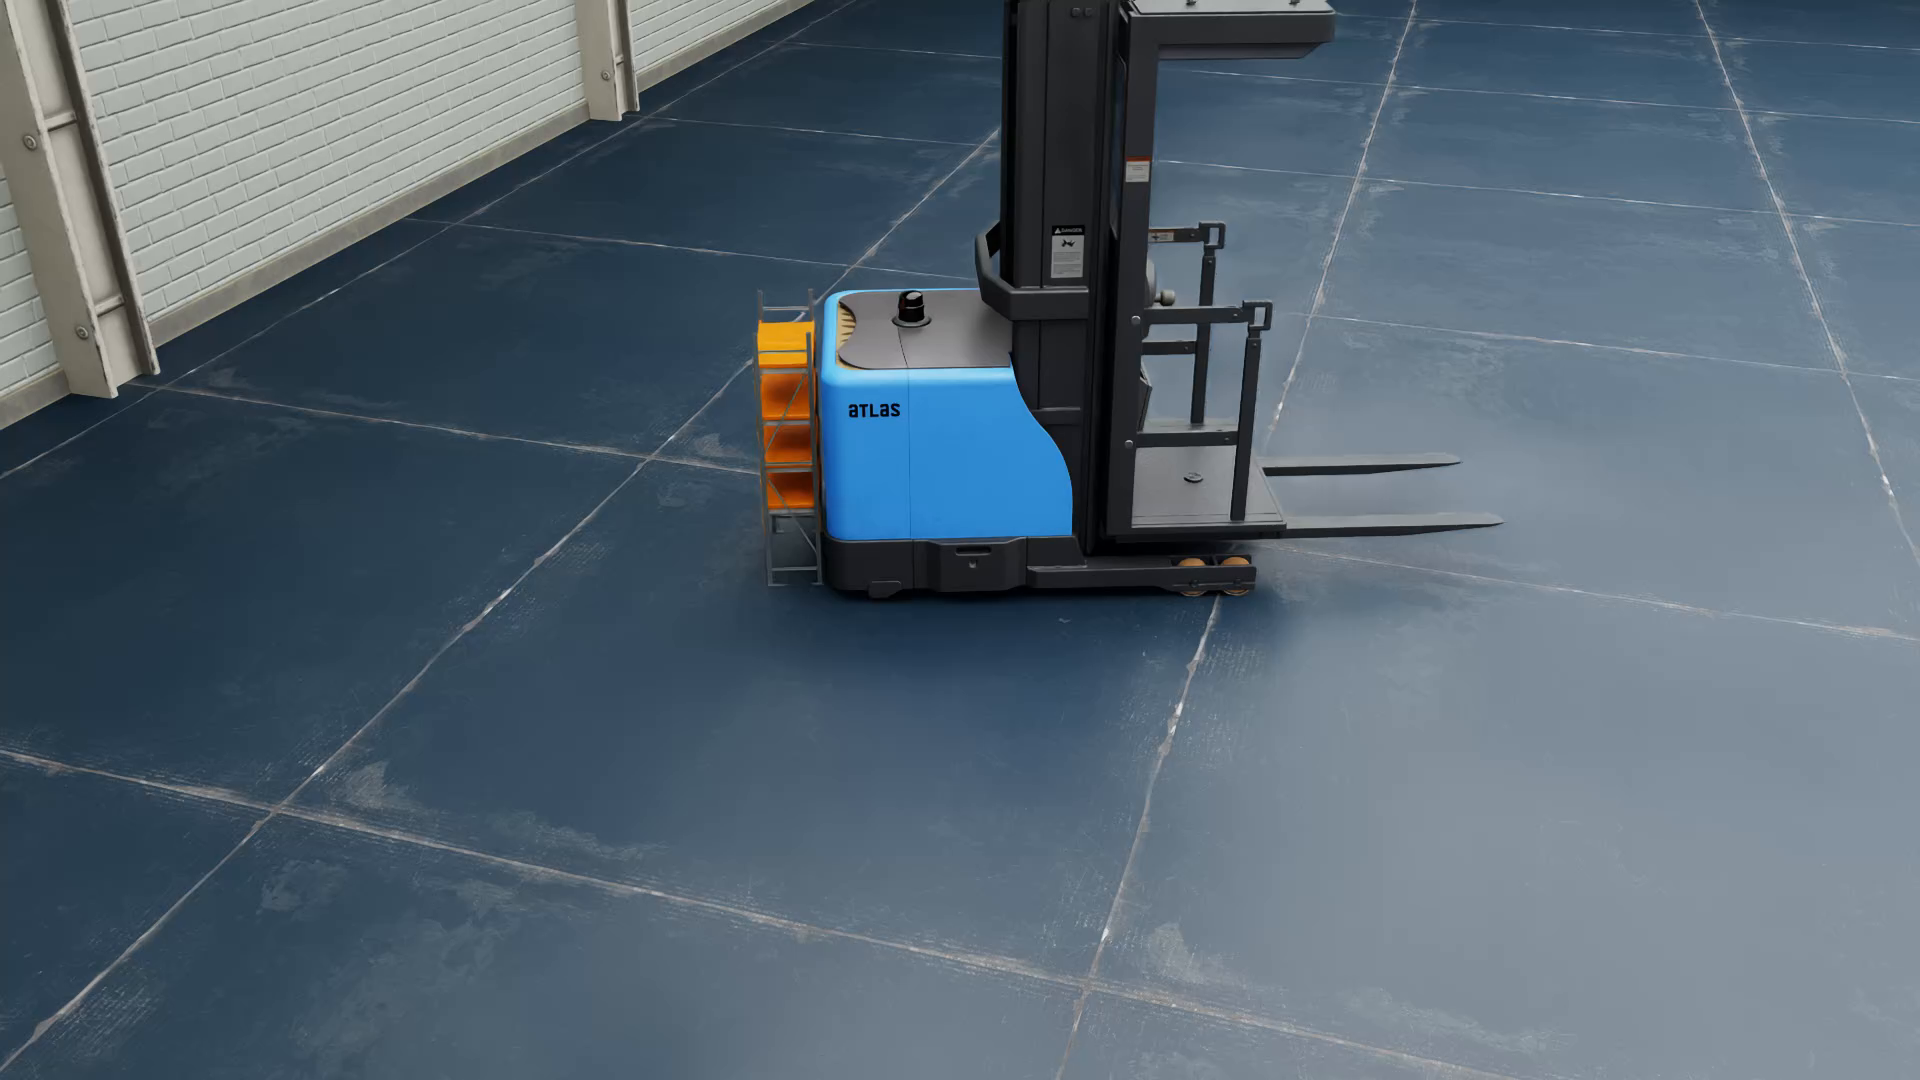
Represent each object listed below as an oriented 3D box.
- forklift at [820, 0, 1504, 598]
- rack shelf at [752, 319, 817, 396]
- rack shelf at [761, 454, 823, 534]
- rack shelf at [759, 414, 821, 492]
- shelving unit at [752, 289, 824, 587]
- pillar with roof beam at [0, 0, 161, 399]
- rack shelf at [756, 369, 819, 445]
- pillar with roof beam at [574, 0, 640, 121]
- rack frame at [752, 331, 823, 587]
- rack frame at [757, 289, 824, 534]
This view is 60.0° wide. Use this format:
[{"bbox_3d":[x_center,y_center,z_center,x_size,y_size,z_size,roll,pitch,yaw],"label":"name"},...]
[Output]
[{"bbox_3d":[0.906,-1.289,7.052,3.031,2.935,1.130,-1,29,-3],"label":"forklift"},{"bbox_3d":[-0.746,-0.786,7.121,0.258,0.148,0.480,-2,29,-3],"label":"rack shelf"},{"bbox_3d":[-0.746,-0.210,7.441,0.258,0.148,0.480,-2,29,-3],"label":"rack shelf"},{"bbox_3d":[-0.746,-0.384,7.344,0.258,0.148,0.480,-2,29,-3],"label":"rack shelf"},{"bbox_3d":[-0.746,-0.443,7.312,0.258,1.200,0.503,-2,29,-3],"label":"shelving unit"},{"bbox_3d":[-0.639,-4.209,6.059,9.100,9.000,0.400,8,30,15],"label":"pillar with roof beam"},{"bbox_3d":[-0.746,-0.579,7.236,0.258,0.148,0.480,-2,29,-3],"label":"rack shelf"},{"bbox_3d":[1.122,-6.997,11.071,9.100,9.000,0.400,8,30,15],"label":"pillar with roof beam"},{"bbox_3d":[-0.731,-0.324,7.099,0.240,1.200,0.015,-2,29,-3],"label":"rack frame"},{"bbox_3d":[-0.761,-0.561,7.524,0.240,1.200,0.015,-2,29,-3],"label":"rack frame"}]
